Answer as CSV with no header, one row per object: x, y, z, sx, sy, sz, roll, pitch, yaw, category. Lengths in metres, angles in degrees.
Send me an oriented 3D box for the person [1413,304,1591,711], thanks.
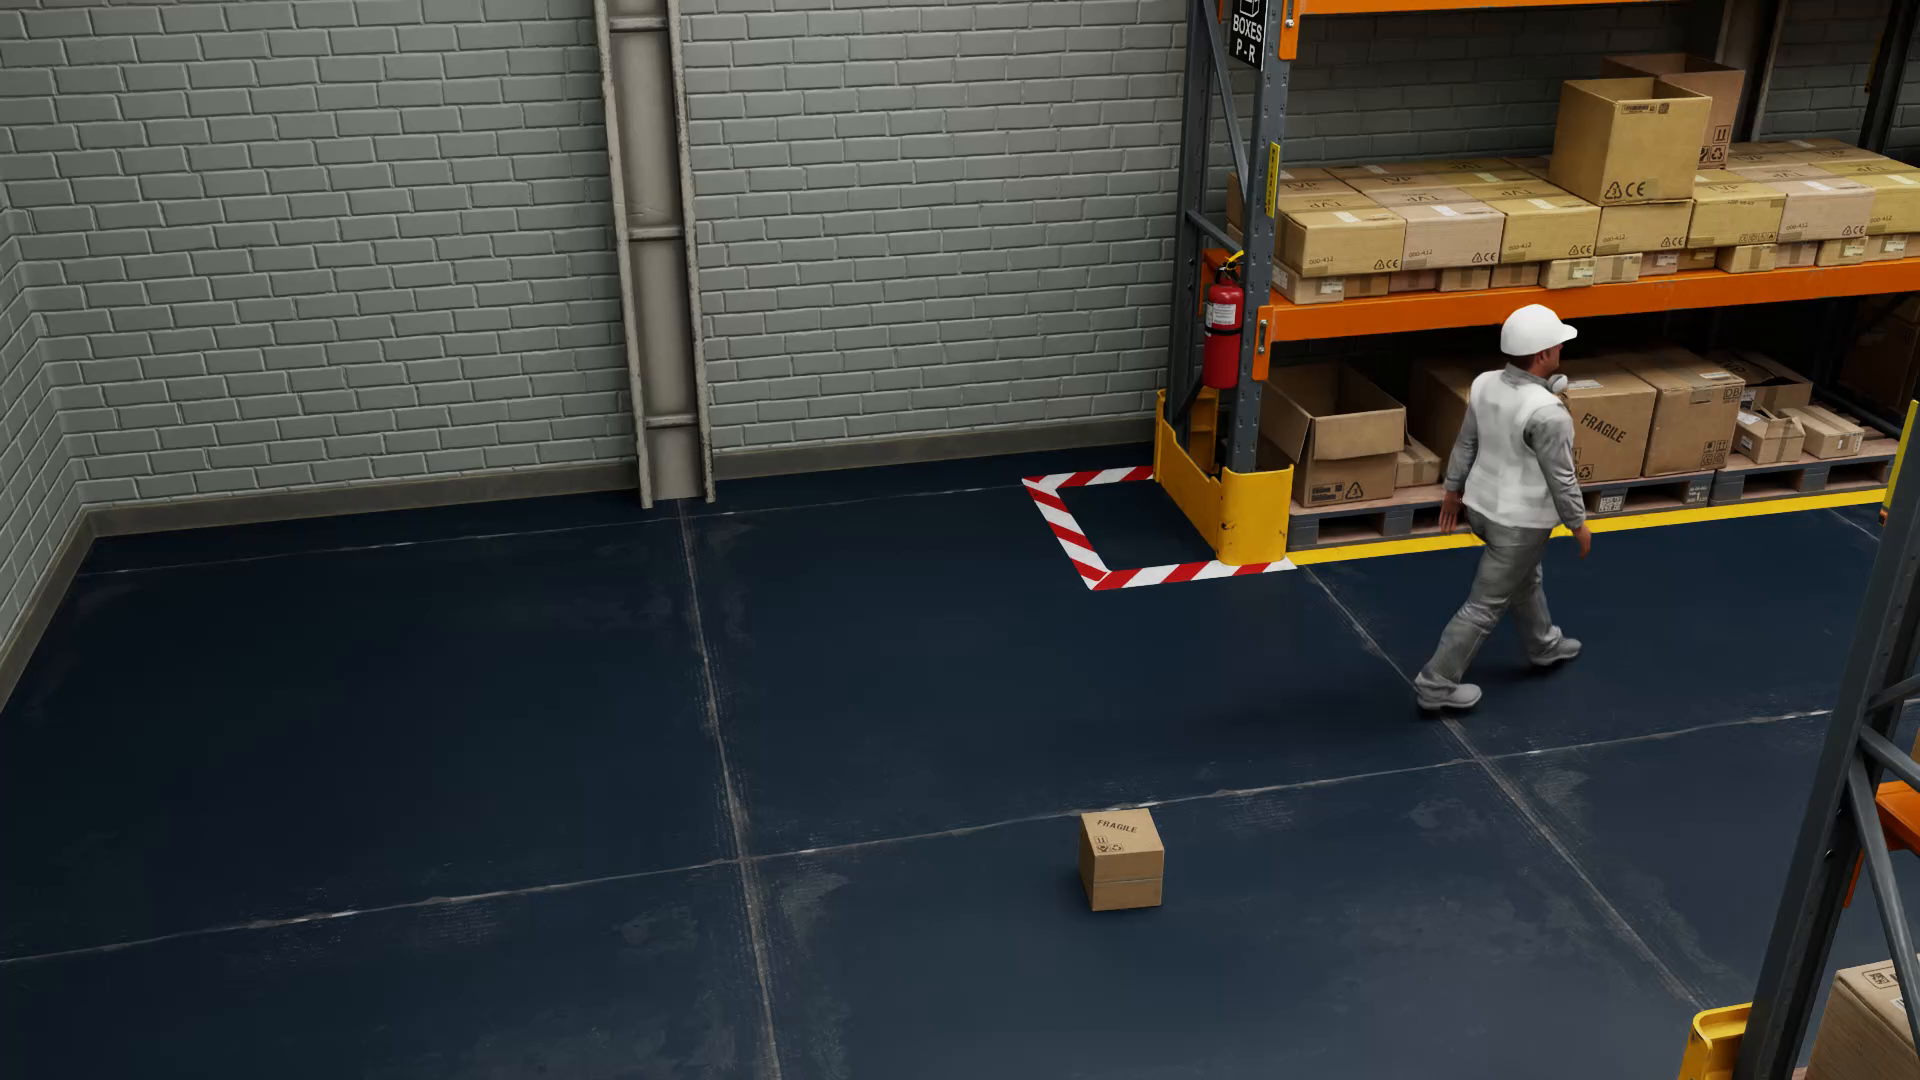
2.367,-0.143,6.834,0.965,1.723,0.569,-7,27,-14,person
